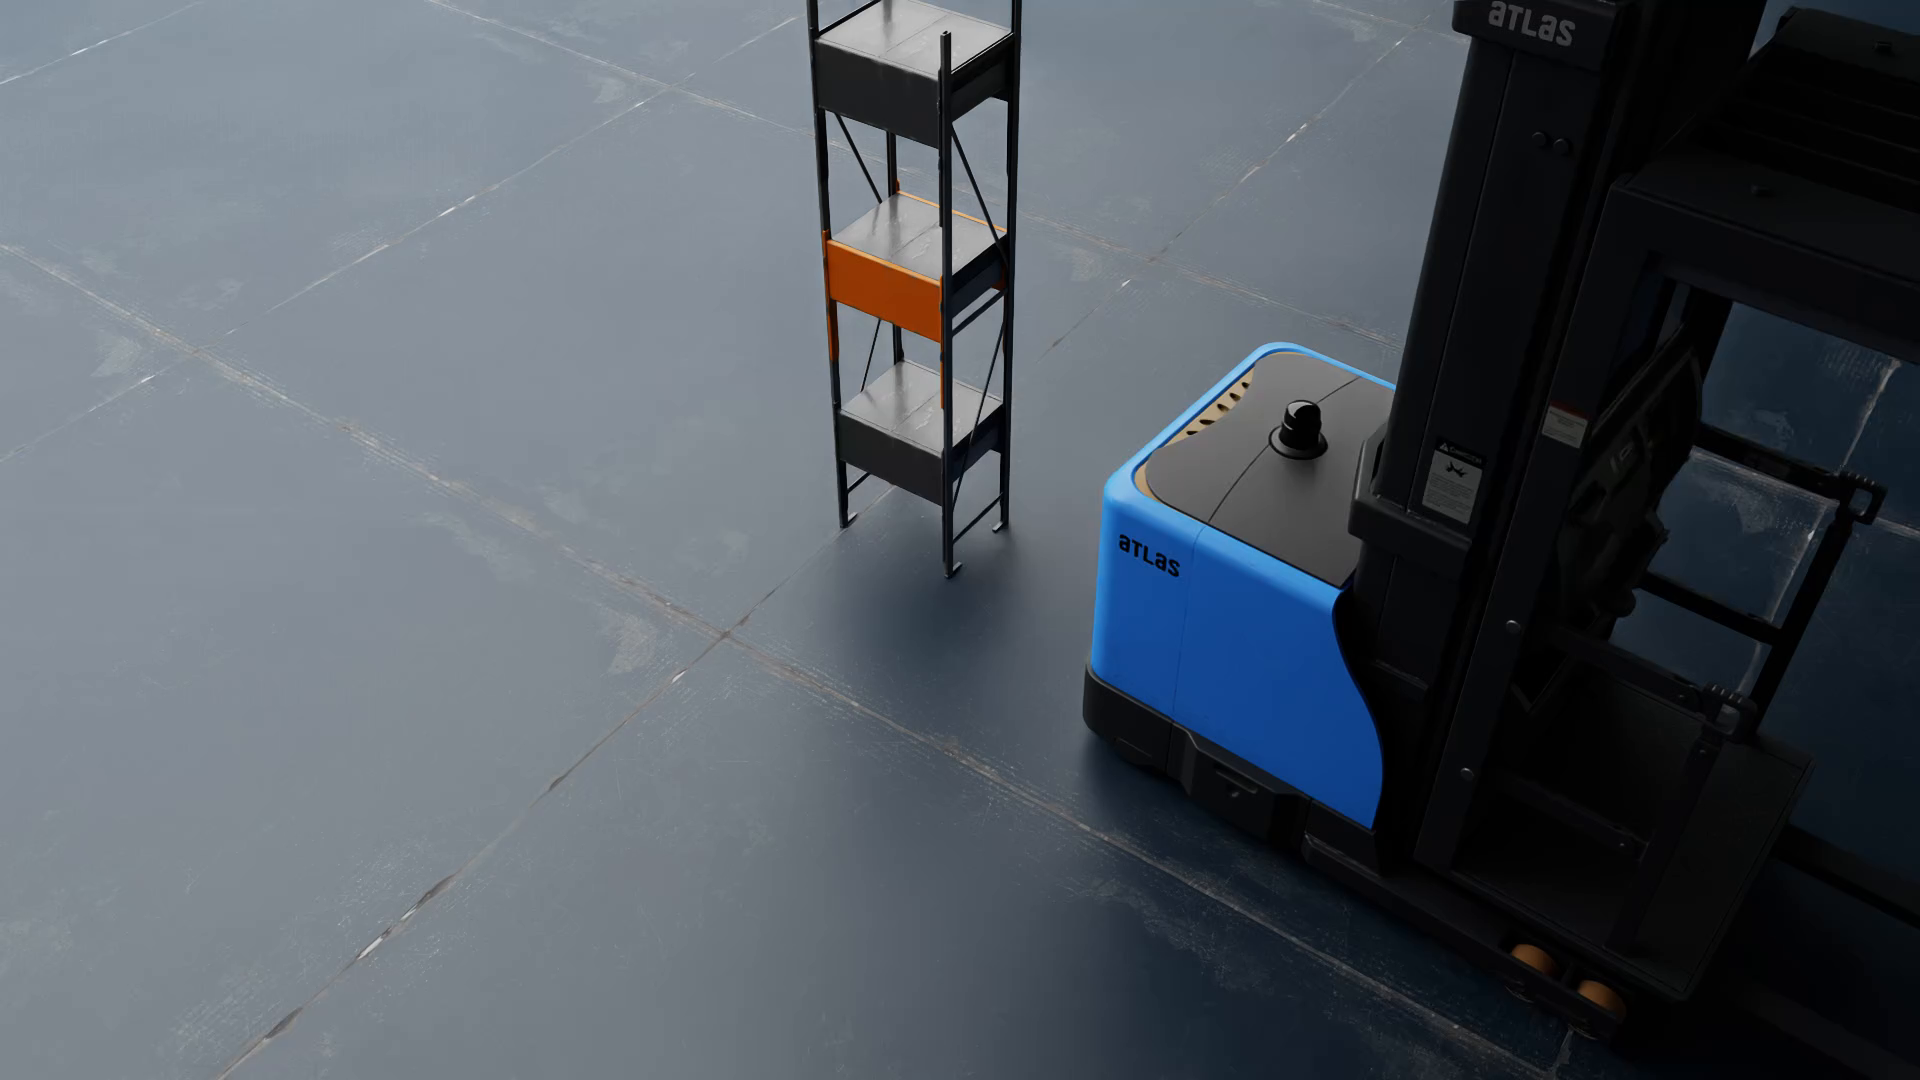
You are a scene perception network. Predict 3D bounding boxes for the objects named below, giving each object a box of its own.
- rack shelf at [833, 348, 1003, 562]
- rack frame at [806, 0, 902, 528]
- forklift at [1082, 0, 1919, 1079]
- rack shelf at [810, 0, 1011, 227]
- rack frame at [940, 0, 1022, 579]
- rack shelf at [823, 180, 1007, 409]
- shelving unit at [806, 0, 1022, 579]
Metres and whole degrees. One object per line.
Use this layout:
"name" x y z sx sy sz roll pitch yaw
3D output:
"rack shelf" -0.136 -0.314 6.097 0.480 0.518 0.431 25 48 25
"rack frame" -0.335 -0.939 5.725 0.015 2.100 0.400 25 48 25
"forklift" 1.871 -0.093 4.156 3.031 2.935 1.130 28 49 28
"rack shelf" -0.135 -1.357 5.163 0.480 0.518 0.431 25 48 25
"rack frame" 0.064 -0.752 5.516 0.015 2.100 0.400 25 48 25
"rack shelf" -0.135 -0.836 5.630 0.480 0.518 0.431 25 48 25
"shelving unit" -0.135 -0.846 5.621 0.503 2.100 0.431 25 48 25
